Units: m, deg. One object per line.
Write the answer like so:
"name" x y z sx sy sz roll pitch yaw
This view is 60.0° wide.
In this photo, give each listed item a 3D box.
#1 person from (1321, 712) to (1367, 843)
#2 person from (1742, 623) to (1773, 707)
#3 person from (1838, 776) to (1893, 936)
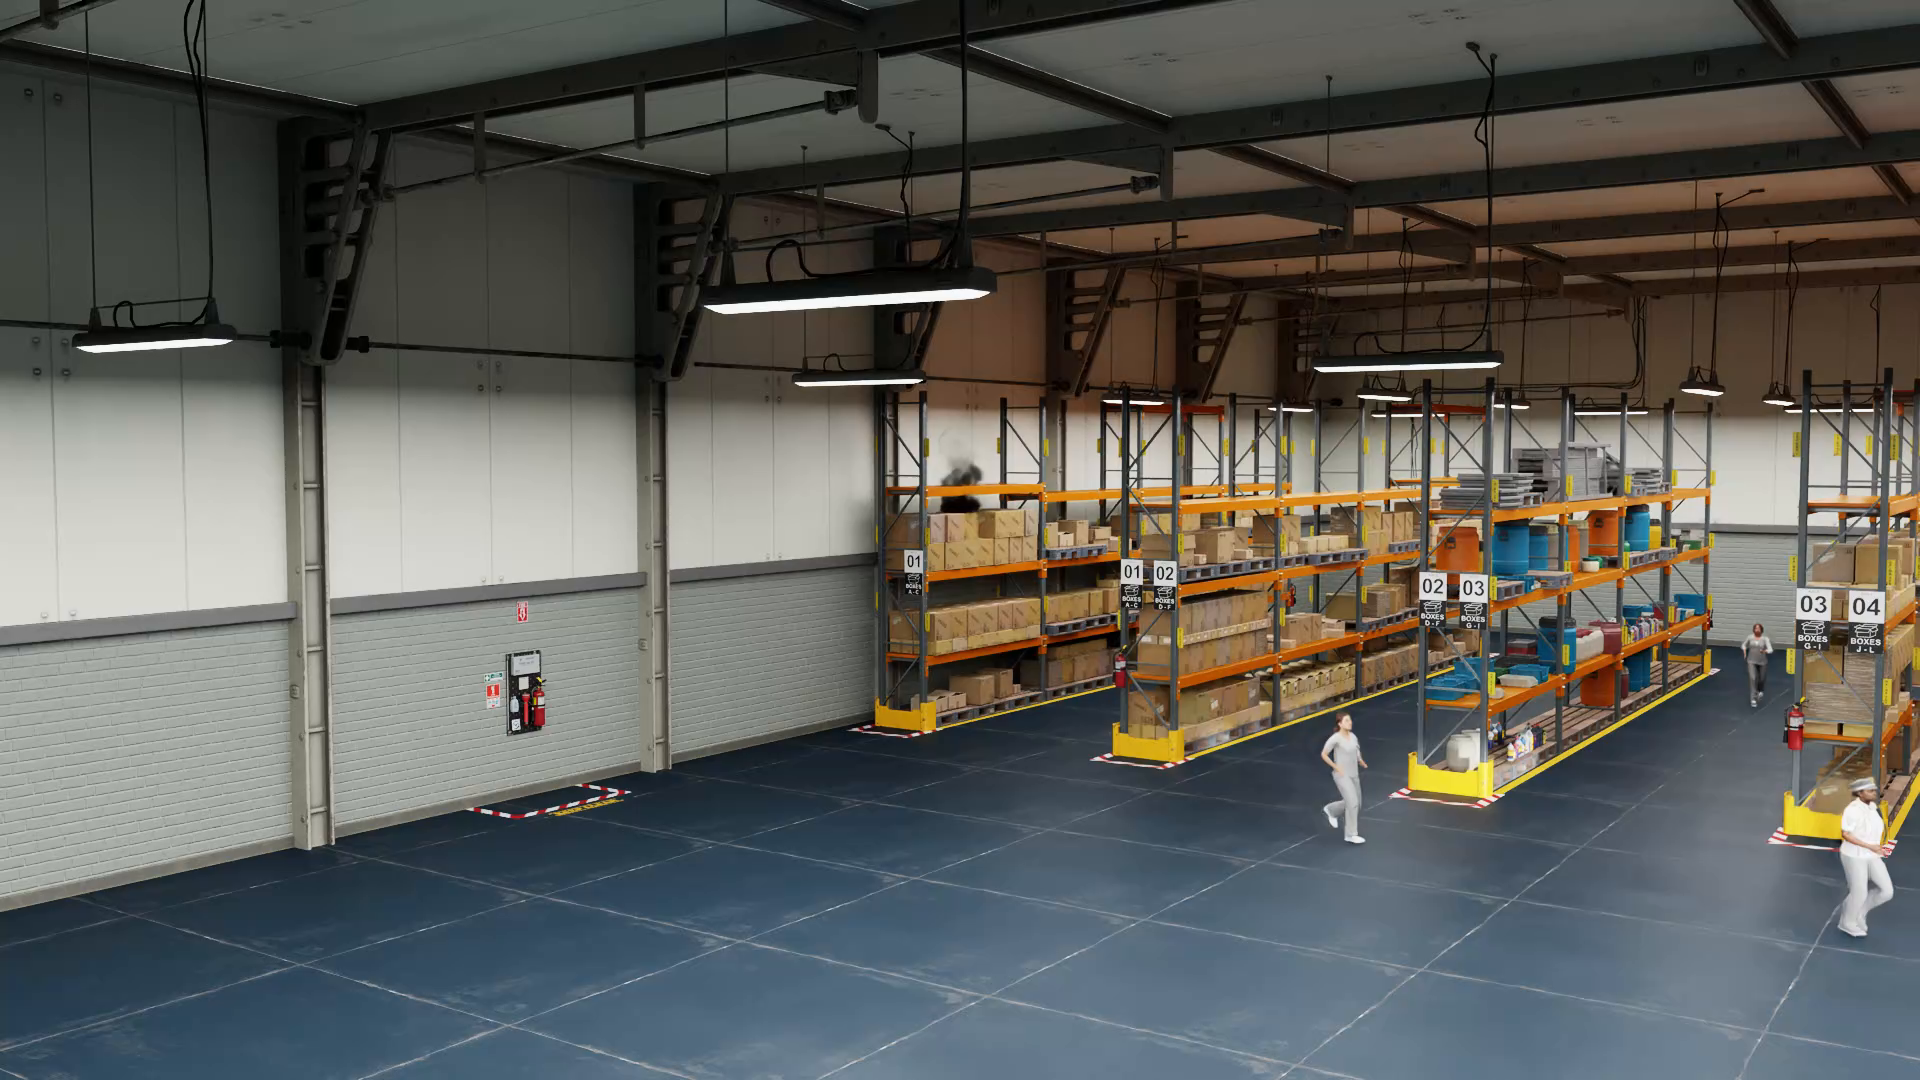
"person" 4.881 3.006 21.217 0.571 1.628 0.753 -2 4 -32
"person" 15.454 2.411 32.251 0.540 1.556 0.889 2 4 25
"person" 9.225 3.222 16.927 0.578 1.659 0.566 -2 4 -26
